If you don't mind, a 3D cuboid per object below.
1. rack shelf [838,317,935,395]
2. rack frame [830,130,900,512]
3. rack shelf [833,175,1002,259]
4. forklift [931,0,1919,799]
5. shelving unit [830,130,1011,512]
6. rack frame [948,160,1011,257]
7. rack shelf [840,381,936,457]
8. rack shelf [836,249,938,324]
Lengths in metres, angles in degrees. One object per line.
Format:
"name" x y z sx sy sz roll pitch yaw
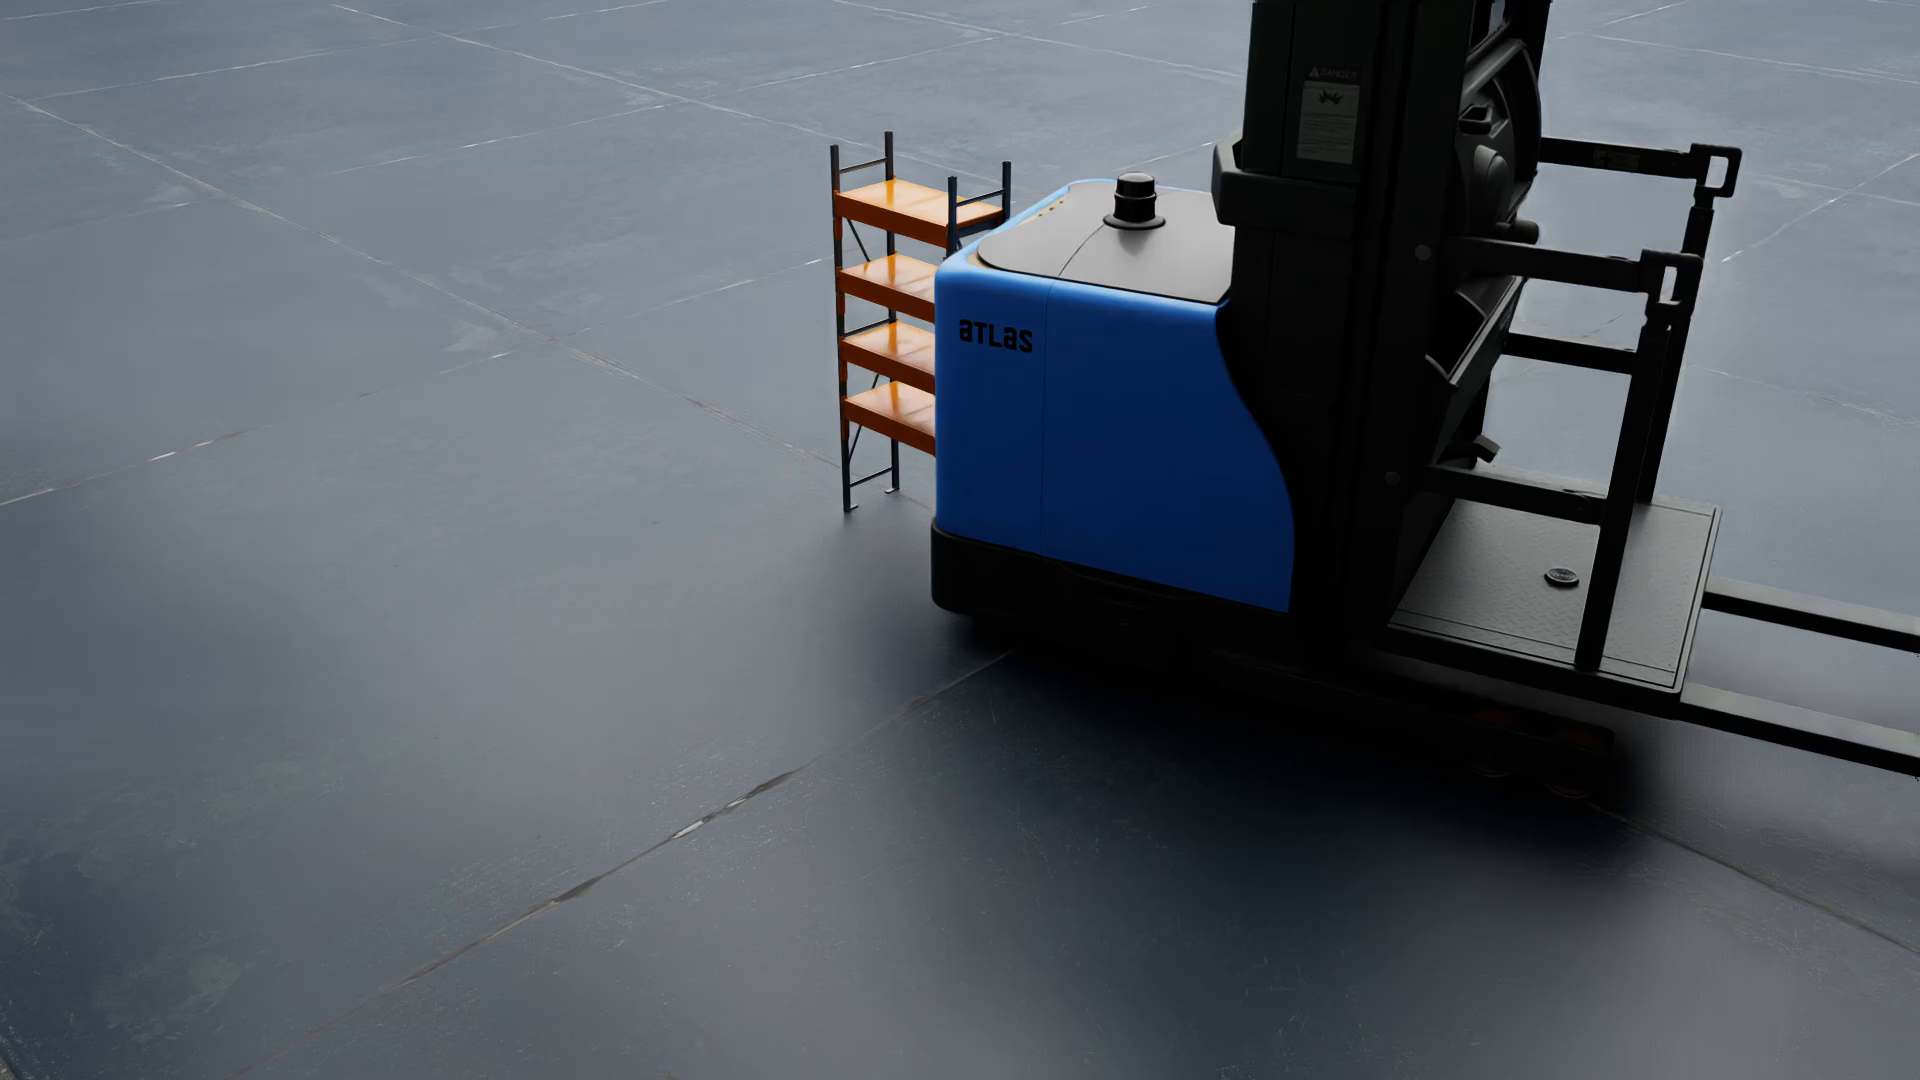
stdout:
"rack shelf" -0.118 -0.526 5.105 0.480 0.148 0.258 25 36 38
"rack frame" -0.292 -0.665 5.225 0.015 1.200 0.240 25 36 38
"rack shelf" -0.118 -0.933 4.891 0.480 0.148 0.258 25 36 38
"forklift" 1.469 -0.950 3.908 3.031 2.935 1.130 13 31 24
"shelving unit" -0.118 -0.585 5.073 0.503 1.200 0.258 25 36 38
"rack frame" 0.056 -0.505 4.922 0.015 1.200 0.240 25 36 38
"rack shelf" -0.118 -0.350 5.197 0.480 0.148 0.258 25 36 38
"rack shelf" -0.118 -0.724 5.001 0.480 0.148 0.258 25 36 38
